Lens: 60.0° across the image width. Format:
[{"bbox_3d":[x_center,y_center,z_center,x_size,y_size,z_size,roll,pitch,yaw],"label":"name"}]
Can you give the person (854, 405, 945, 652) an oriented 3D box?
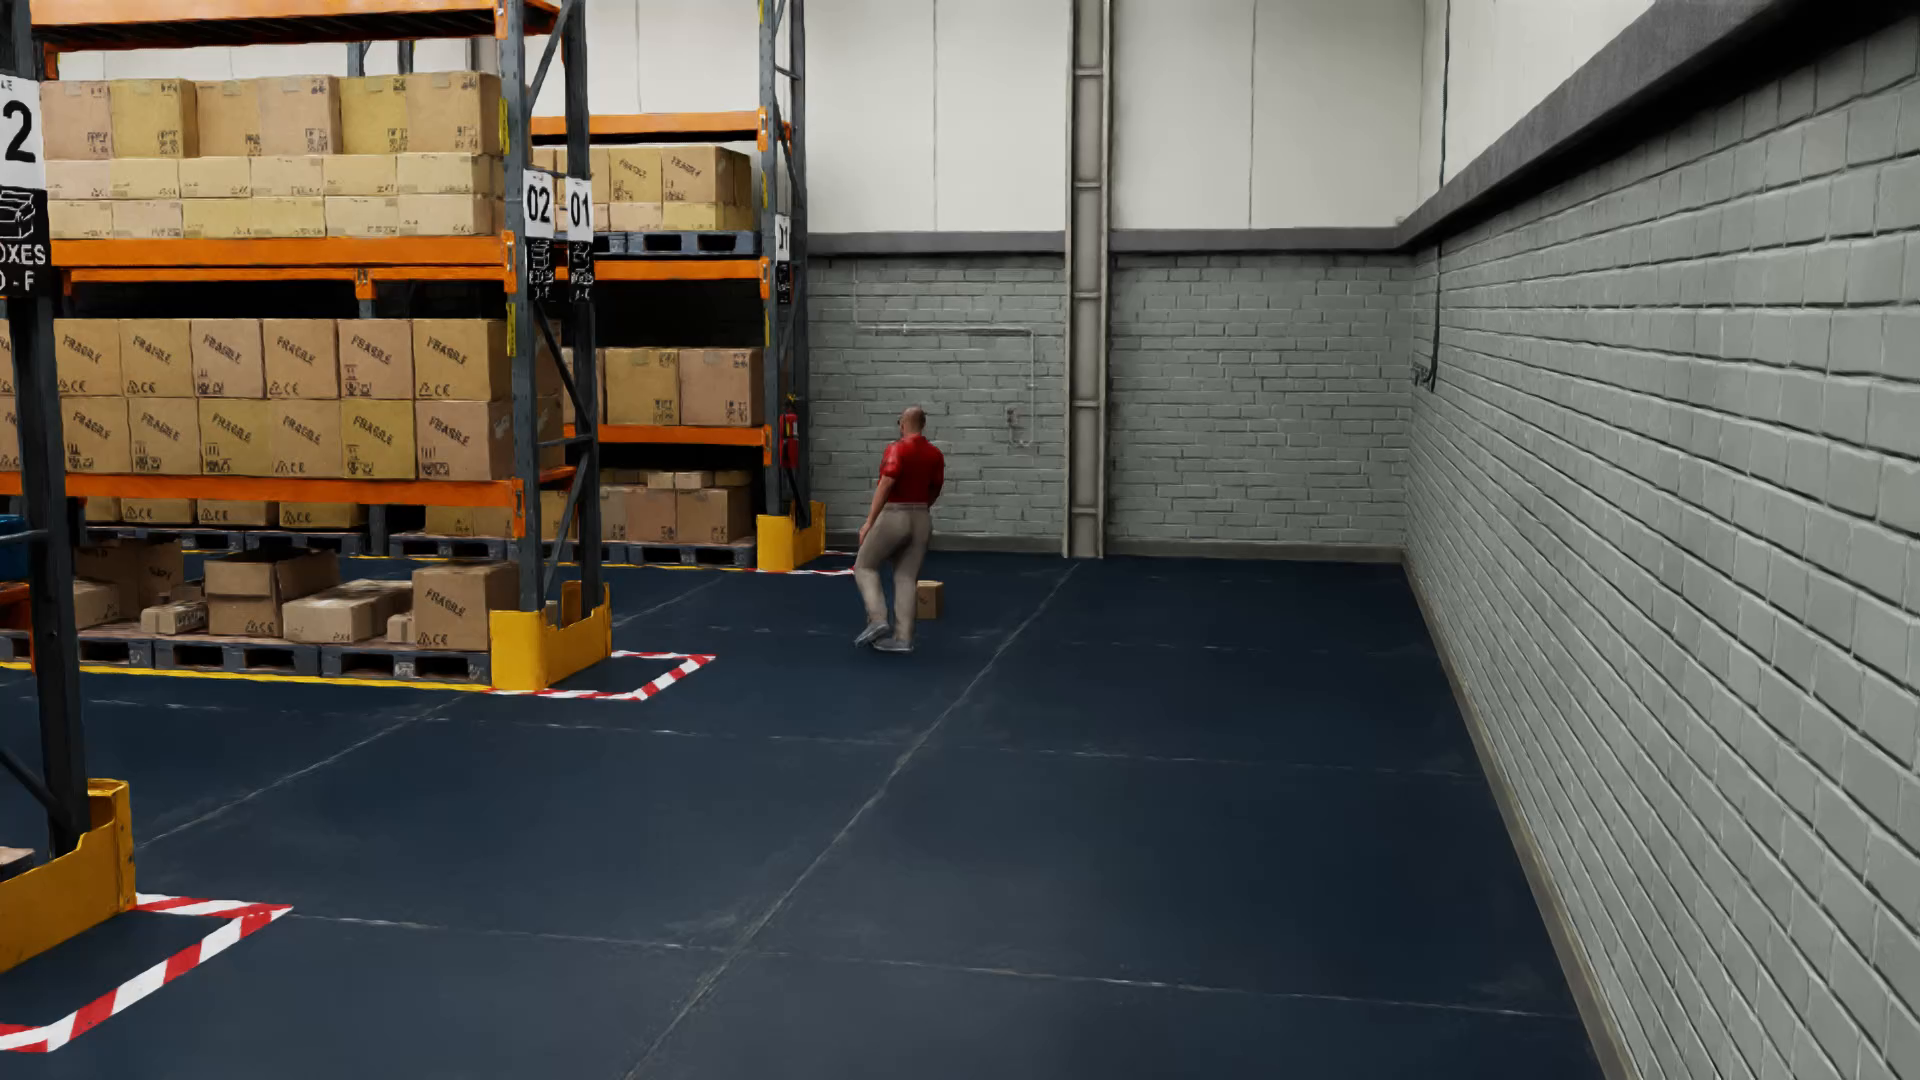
[{"bbox_3d":[-0.454,-0.091,11.594,0.703,1.693,0.520,-6,10,-38],"label":"person"}]
